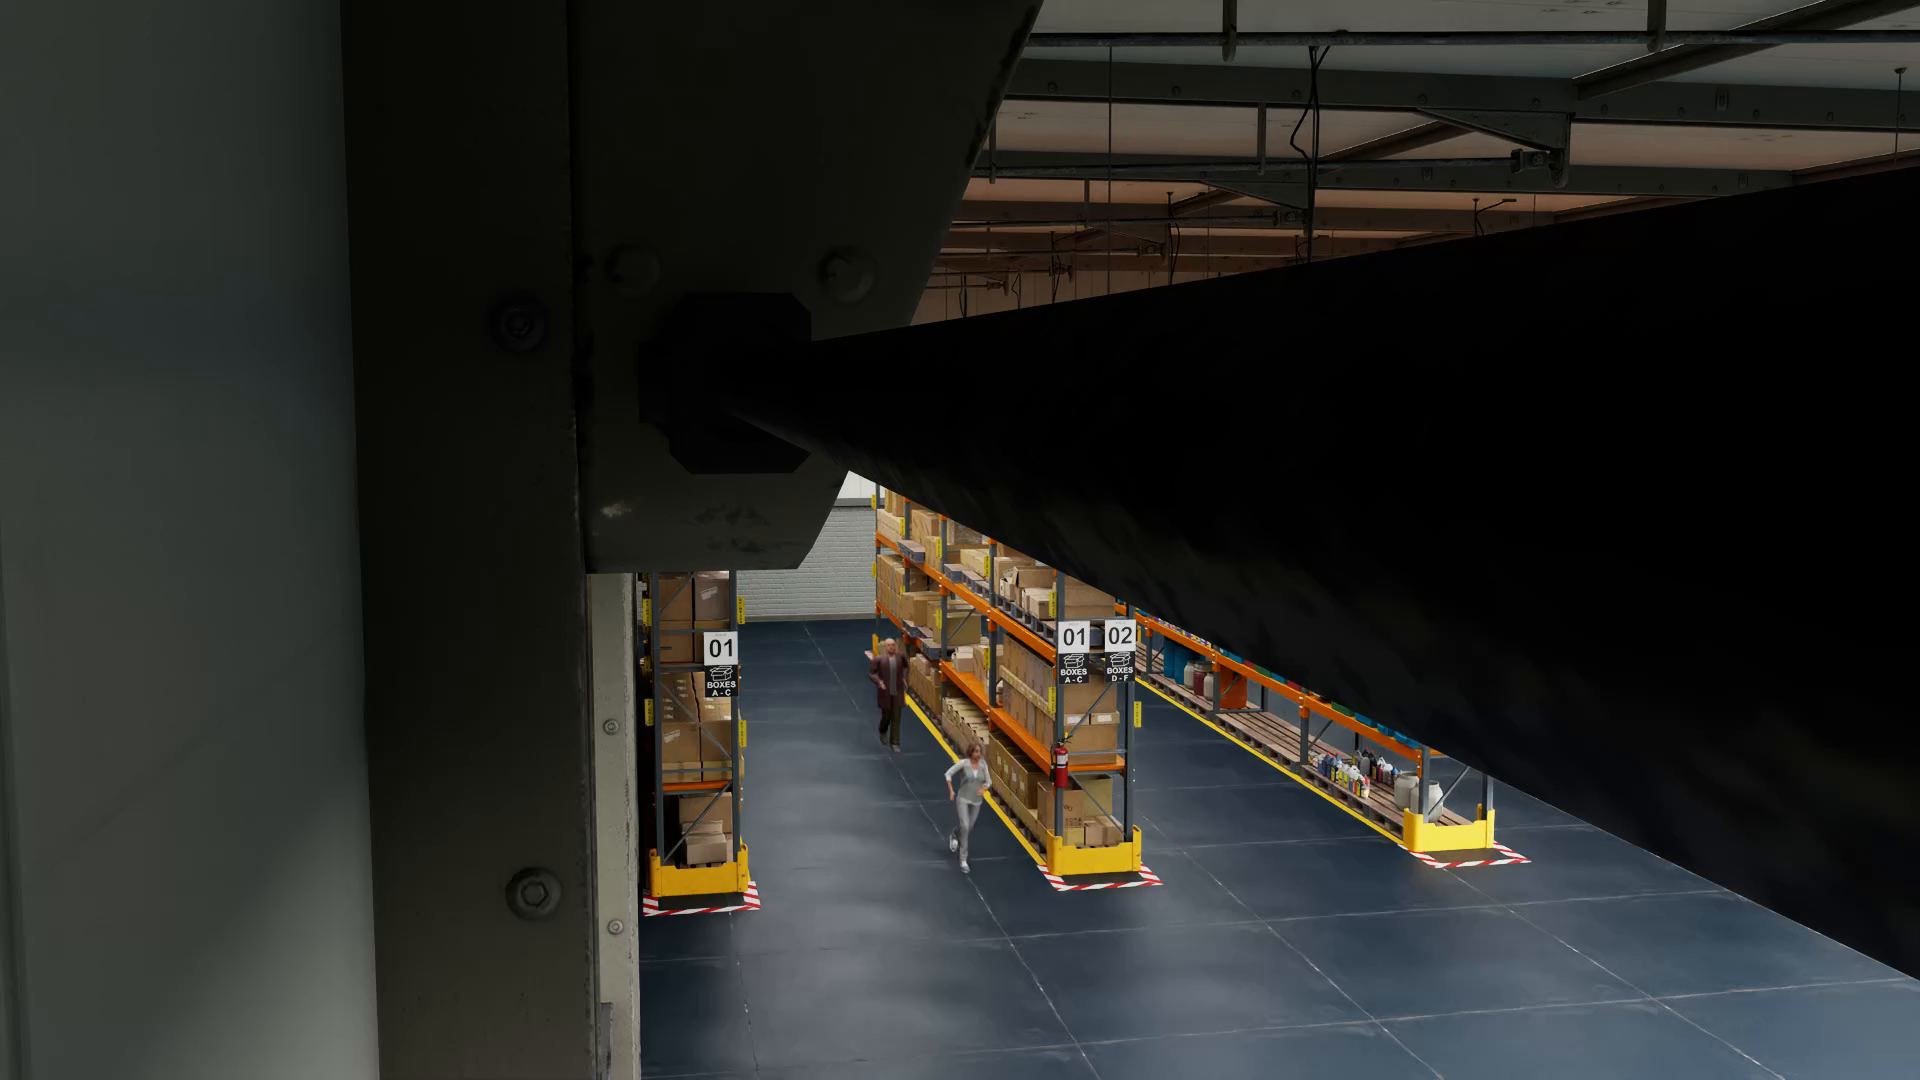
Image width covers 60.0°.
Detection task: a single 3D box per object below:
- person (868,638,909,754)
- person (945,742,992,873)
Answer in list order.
[{"bbox_3d":[-1.091,2.459,26.472,0.710,1.793,0.802,-2,6,-17],"label":"person"},{"bbox_3d":[0.118,3.371,21.338,0.582,1.593,0.817,-2,6,-20],"label":"person"}]
